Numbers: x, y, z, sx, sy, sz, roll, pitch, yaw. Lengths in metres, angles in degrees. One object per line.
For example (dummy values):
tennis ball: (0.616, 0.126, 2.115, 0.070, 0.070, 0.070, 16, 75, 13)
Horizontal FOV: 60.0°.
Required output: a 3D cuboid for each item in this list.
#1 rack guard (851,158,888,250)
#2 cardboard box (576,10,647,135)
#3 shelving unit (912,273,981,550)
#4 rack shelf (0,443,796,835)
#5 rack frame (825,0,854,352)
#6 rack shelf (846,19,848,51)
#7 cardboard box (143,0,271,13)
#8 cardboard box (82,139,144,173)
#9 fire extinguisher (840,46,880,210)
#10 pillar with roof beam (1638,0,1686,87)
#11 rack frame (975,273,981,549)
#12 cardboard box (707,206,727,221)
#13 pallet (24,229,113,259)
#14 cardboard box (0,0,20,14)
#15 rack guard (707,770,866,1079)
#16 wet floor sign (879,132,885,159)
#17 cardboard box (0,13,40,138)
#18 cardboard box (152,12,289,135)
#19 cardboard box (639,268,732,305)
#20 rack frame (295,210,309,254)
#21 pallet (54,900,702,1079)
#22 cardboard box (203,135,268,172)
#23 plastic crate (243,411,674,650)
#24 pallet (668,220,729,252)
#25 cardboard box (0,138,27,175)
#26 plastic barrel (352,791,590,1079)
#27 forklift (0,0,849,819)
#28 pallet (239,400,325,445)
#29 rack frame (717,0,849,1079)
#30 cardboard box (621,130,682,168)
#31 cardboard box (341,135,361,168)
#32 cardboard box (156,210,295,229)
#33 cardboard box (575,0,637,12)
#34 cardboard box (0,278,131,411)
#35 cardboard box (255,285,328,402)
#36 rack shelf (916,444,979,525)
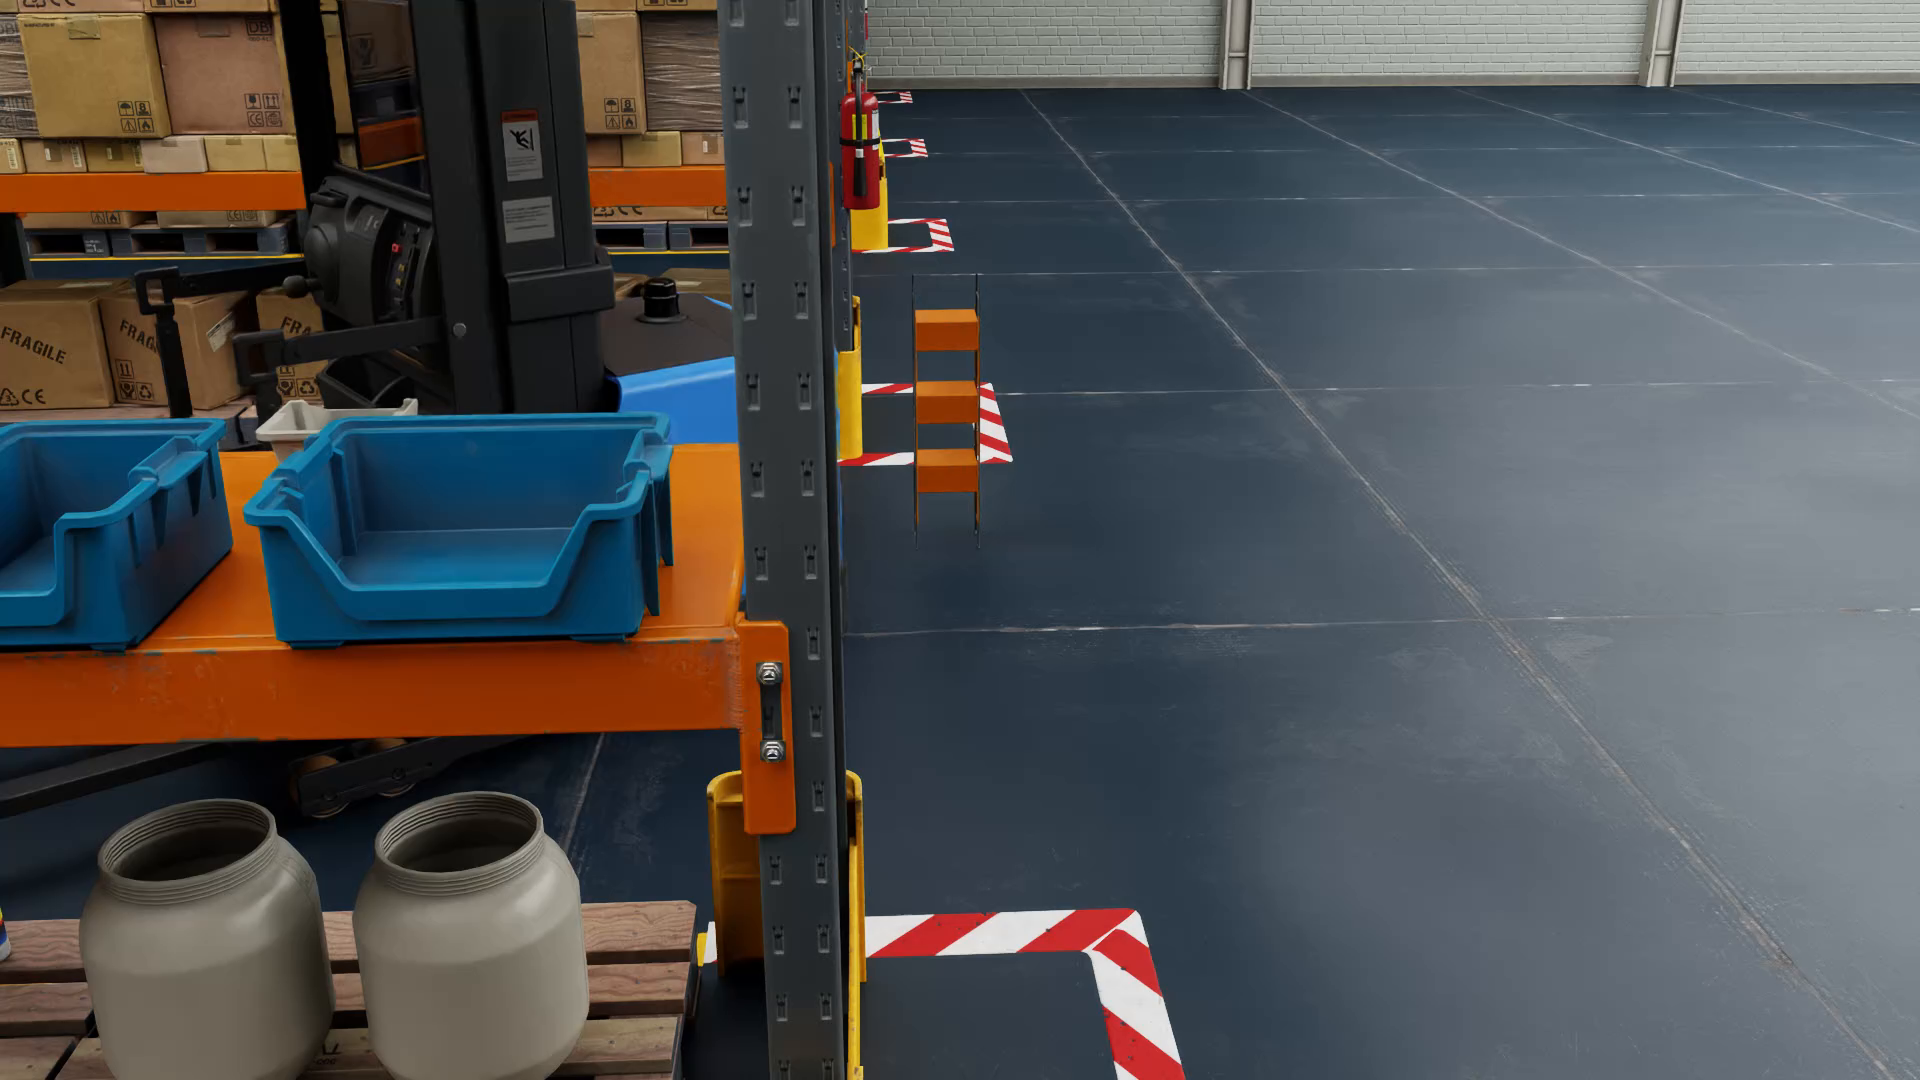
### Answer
rack guard: (-0.735, -2.572, 12.674, 0.348, 0.500, 1.175, -1, 21, -3)
cardboard box: (-1.620, -2.107, 7.382, 0.500, 0.500, 0.875, -1, 21, -3)
shelving unit: (-0.053, -0.490, 6.431, 0.252, 1.050, 0.215, -1, 21, -3)
rack shelf: (-2.291, 0.160, 2.995, 4.000, 0.370, 1.077, -1, 21, -3)
rack frame: (-0.577, -1.976, 7.595, 0.127, 3.000, 1.000, -1, 21, -3)
rack shelf: (-3.140, -5.119, 16.863, 4.000, 0.370, 1.077, -1, 21, -3)
cardboard box: (-3.108, -2.487, 6.974, 0.500, 0.500, 0.500, -1, 21, -3)
cardboard box: (-3.591, -1.699, 7.220, 0.250, 0.149, 0.380, -1, 21, -3)
fire extinguisher: (-0.436, -1.778, 7.185, 0.183, 0.674, 0.296, -1, 21, -3)
pillar with roof beam: (10.050, -9.084, 17.832, 0.400, 9.000, 9.100, -1, 21, -3)
rack frame: (0.068, -0.492, 6.438, 0.008, 1.050, 0.200, -1, 21, -3)
cardboard box: (-1.433, -2.906, 12.434, 0.875, 0.875, 0.875, -1, 21, -3)
pallet: (-6.740, -2.287, 12.332, 1.213, 0.211, 1.003, -1, 21, -3)
cardboard box: (-4.107, -2.466, 6.920, 0.500, 0.500, 0.500, -1, 21, -3)
rack guard: (-0.368, 0.970, 3.370, 0.348, 0.500, 1.175, -1, 21, -3)
wet floor sign: (-0.892, -4.020, 16.272, 0.232, 0.644, 0.267, 6, 22, 16)
cardboard box: (-4.118, -2.068, 7.277, 0.500, 0.500, 0.875, -1, 21, -3)
cardboard box: (-3.123, -2.111, 7.392, 0.500, 0.500, 0.875, -1, 21, -3)
cardboard box: (-1.201, -0.997, 7.947, 0.500, 0.500, 0.500, 3, 21, 7)
rack frame: (-4.753, -3.659, 12.015, 0.127, 3.000, 1.000, -1, 21, -3)
pallet: (-1.179, 1.120, 3.384, 1.213, 0.211, 1.003, -1, 21, -3)
cardboard box: (-3.092, -1.709, 7.247, 0.250, 0.149, 0.380, -1, 21, -3)
plastic crate: (-0.777, -0.030, 2.694, 0.616, 0.251, 0.499, -1, 21, -3)
pallet: (-1.553, -2.393, 12.609, 1.213, 0.211, 1.003, -1, 21, -3)
cardboard box: (-4.088, -1.675, 7.158, 0.250, 0.149, 0.380, -1, 21, -3)
plastic barrel: (-0.947, 0.791, 3.235, 0.421, 0.512, 0.421, 0, 21, 0)
forklift: (-1.850, -0.813, 4.638, 3.031, 2.935, 1.130, -15, 26, -35)
pallet: (-2.681, -0.643, 8.014, 1.213, 0.211, 1.003, -1, 21, -3)
rack frame: (-0.294, -0.216, 2.974, 0.127, 3.000, 1.000, -1, 21, -3)
cardboard box: (-1.346, -1.751, 7.358, 0.250, 0.149, 0.380, -1, 21, -3)
cardboard box: (-2.595, -1.731, 7.305, 0.250, 0.149, 0.380, -1, 21, -3)
cardboard box: (-5.367, -2.759, 12.223, 0.750, 0.750, 1.050, -1, 21, -3)
cardboard box: (-1.611, -2.518, 7.054, 0.500, 0.500, 0.500, -1, 21, -3)
cardboard box: (-4.169, -0.917, 7.736, 0.500, 0.500, 0.500, -2, 21, -5)
cardboard box: (-2.982, -0.971, 7.880, 0.500, 0.500, 0.500, -3, 21, -8)
rack shelf: (-0.053, -0.220, 6.534, 0.240, 0.259, 0.215, -1, 21, -3)
